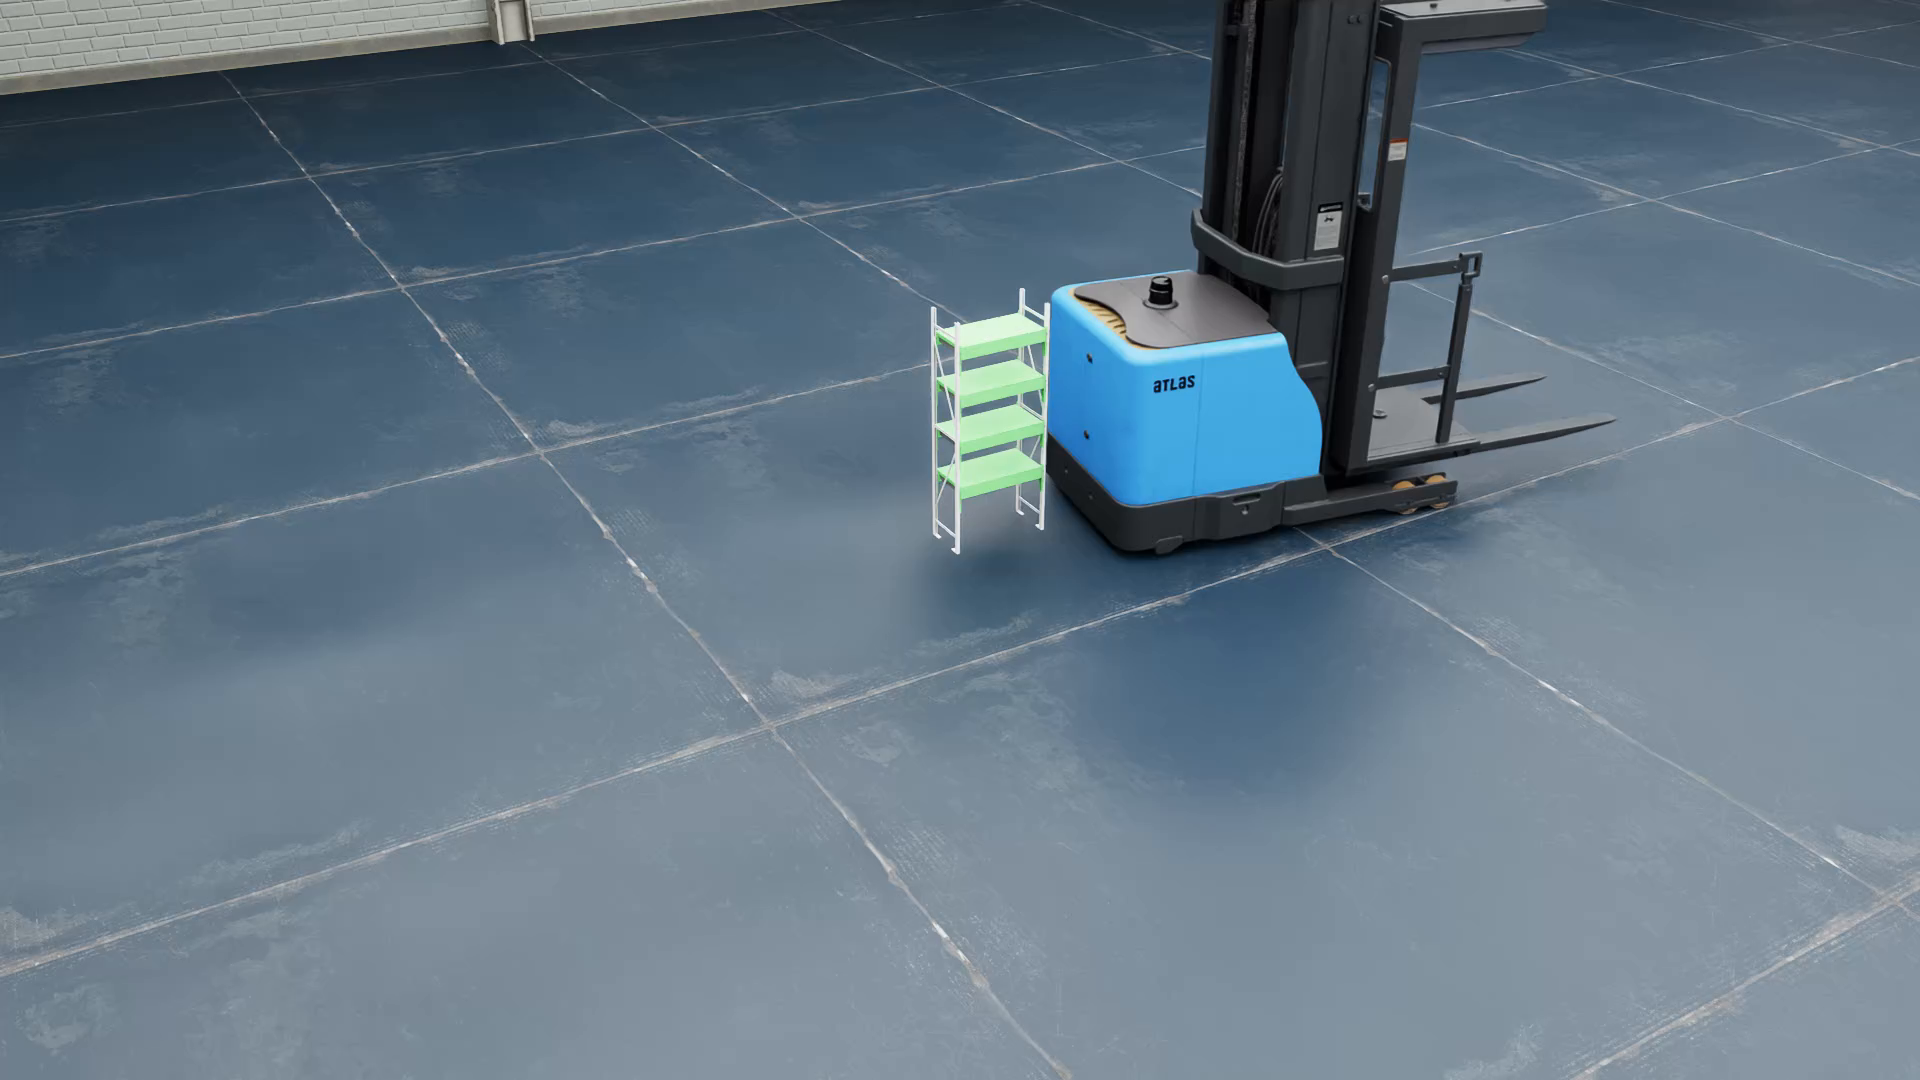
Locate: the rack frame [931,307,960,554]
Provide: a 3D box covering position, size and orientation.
[{"bbox_3d":[-0.068,-0.506,7.925,0.015,1.200,0.240,-16,33,-26],"label":"rack frame"}]

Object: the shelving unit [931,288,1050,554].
[{"bbox_3d":[0.143,-0.566,8.034,0.503,1.200,0.258,-16,33,-26],"label":"shelving unit"}]

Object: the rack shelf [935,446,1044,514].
[{"bbox_3d":[0.143,-0.300,8.180,0.480,0.148,0.258,-16,33,-26],"label":"rack shelf"}]

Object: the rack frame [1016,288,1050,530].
[{"bbox_3d":[0.353,-0.626,8.142,0.015,1.200,0.240,-16,33,-26],"label":"rack frame"}]

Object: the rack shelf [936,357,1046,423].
[{"bbox_3d":[0.143,-0.720,7.948,0.480,0.148,0.258,-16,33,-26],"label":"rack shelf"}]

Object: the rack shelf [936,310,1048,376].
[{"bbox_3d":[0.143,-0.930,7.832,0.480,0.148,0.258,-16,33,-26],"label":"rack shelf"}]

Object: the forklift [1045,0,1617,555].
[{"bbox_3d":[2.015,-1.642,8.191,3.031,2.935,1.130,-10,30,-18],"label":"forklift"}]

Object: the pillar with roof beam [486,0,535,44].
[{"bbox_3d":[-2.694,-7.602,12.712,0.400,9.000,9.100,-16,33,-26],"label":"pillar with roof beam"}]

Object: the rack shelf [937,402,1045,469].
[{"bbox_3d":[0.143,-0.510,8.064,0.480,0.148,0.258,-16,33,-26],"label":"rack shelf"}]
